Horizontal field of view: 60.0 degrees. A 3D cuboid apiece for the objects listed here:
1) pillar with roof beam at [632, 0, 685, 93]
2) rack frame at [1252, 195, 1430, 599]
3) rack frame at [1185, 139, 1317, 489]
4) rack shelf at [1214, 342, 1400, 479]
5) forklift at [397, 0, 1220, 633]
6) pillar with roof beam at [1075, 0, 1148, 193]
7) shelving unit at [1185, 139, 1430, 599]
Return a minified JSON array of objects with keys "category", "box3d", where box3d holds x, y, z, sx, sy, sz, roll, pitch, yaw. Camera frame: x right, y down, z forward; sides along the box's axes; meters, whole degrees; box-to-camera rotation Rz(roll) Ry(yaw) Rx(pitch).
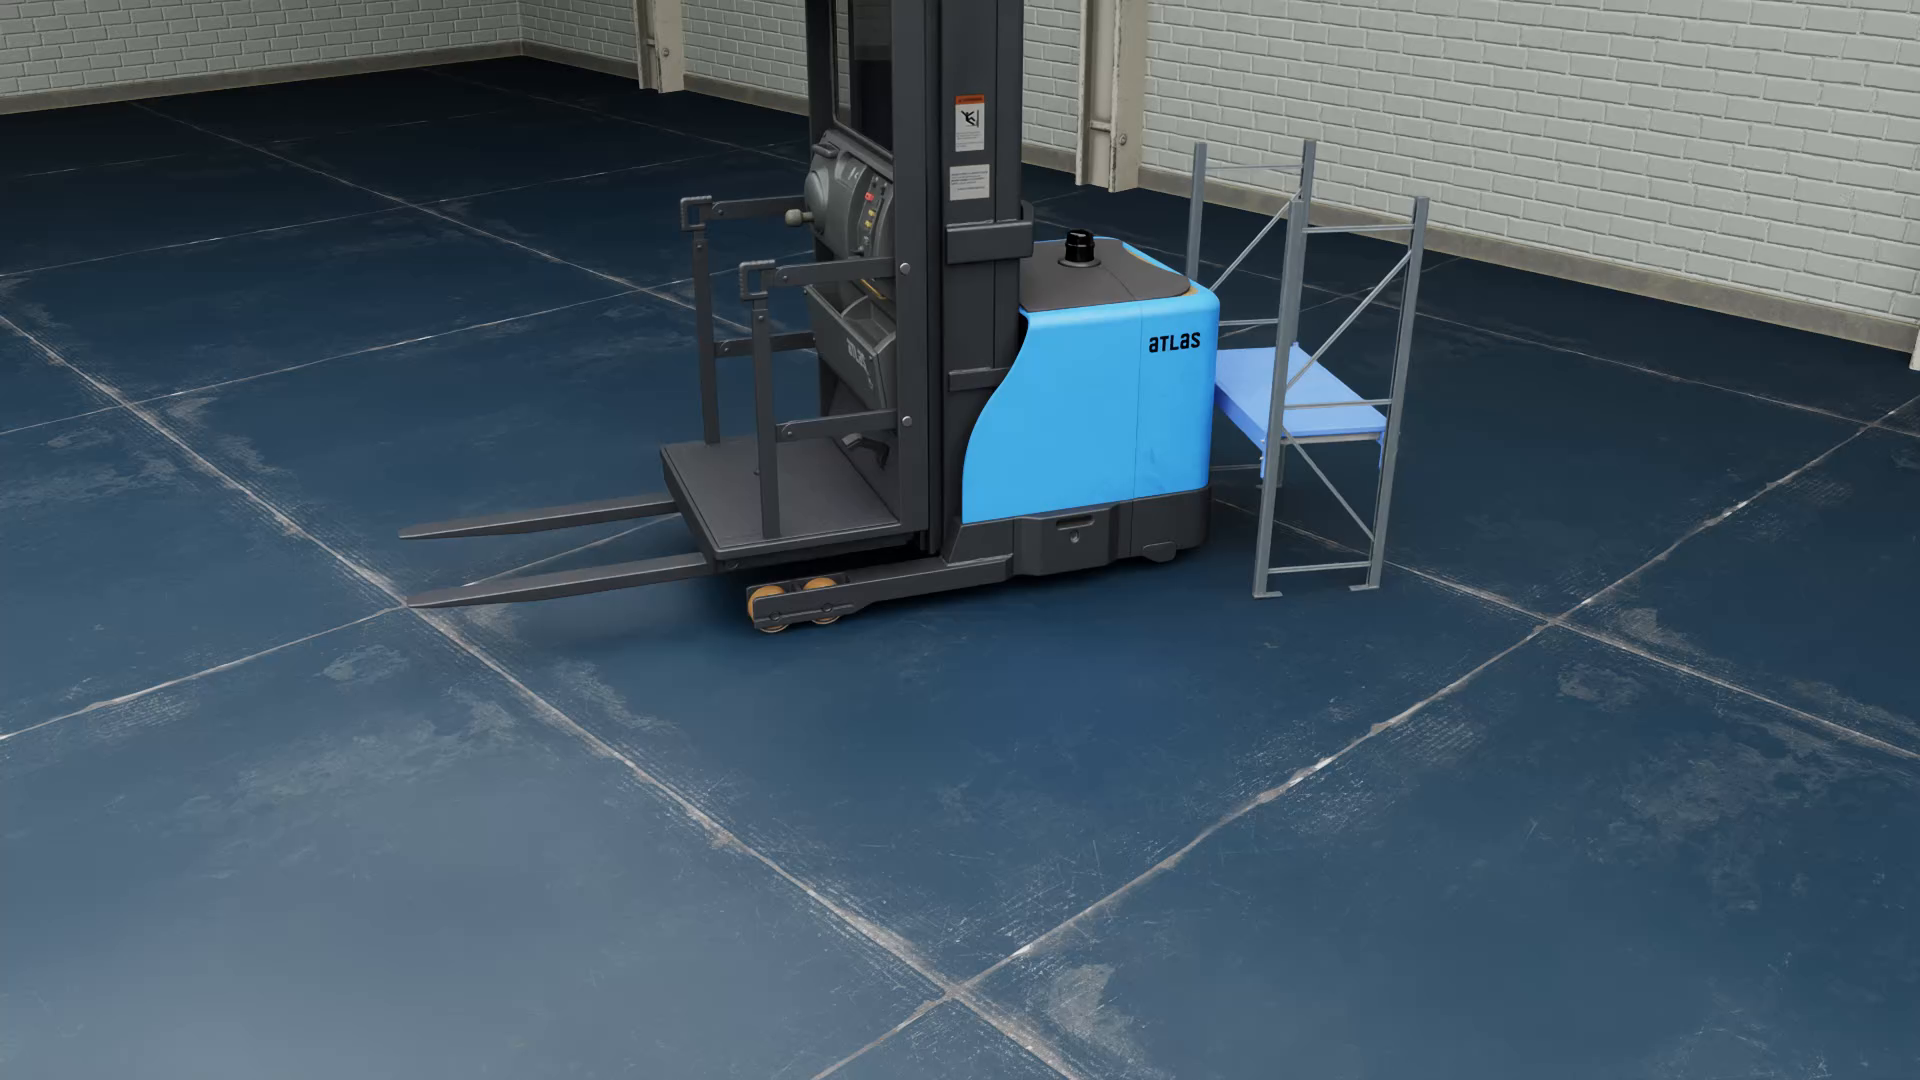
[{"category":"pillar with roof beam","box3d":[-6.118,-7.394,12.117,9.100,9.000,0.400,-21,32,-38]},{"category":"rack frame","box3d":[1.359,-0.485,5.999,0.500,1.500,0.032,-4,25,-10]},{"category":"rack frame","box3d":[1.164,-0.899,6.907,0.500,1.500,0.032,-4,25,-10]},{"category":"rack shelf","box3d":[1.259,-0.529,6.527,0.538,0.185,1.000,-4,25,-10]},{"category":"forklift","box3d":[-0.588,-1.246,5.949,3.031,2.935,1.130,-9,26,-18]},{"category":"pillar with roof beam","box3d":[-2.017,-5.577,8.132,9.100,9.000,0.400,-21,32,-38]},{"category":"shelving unit","box3d":[1.262,-0.692,6.453,0.538,1.500,1.048,-4,25,-10]}]
